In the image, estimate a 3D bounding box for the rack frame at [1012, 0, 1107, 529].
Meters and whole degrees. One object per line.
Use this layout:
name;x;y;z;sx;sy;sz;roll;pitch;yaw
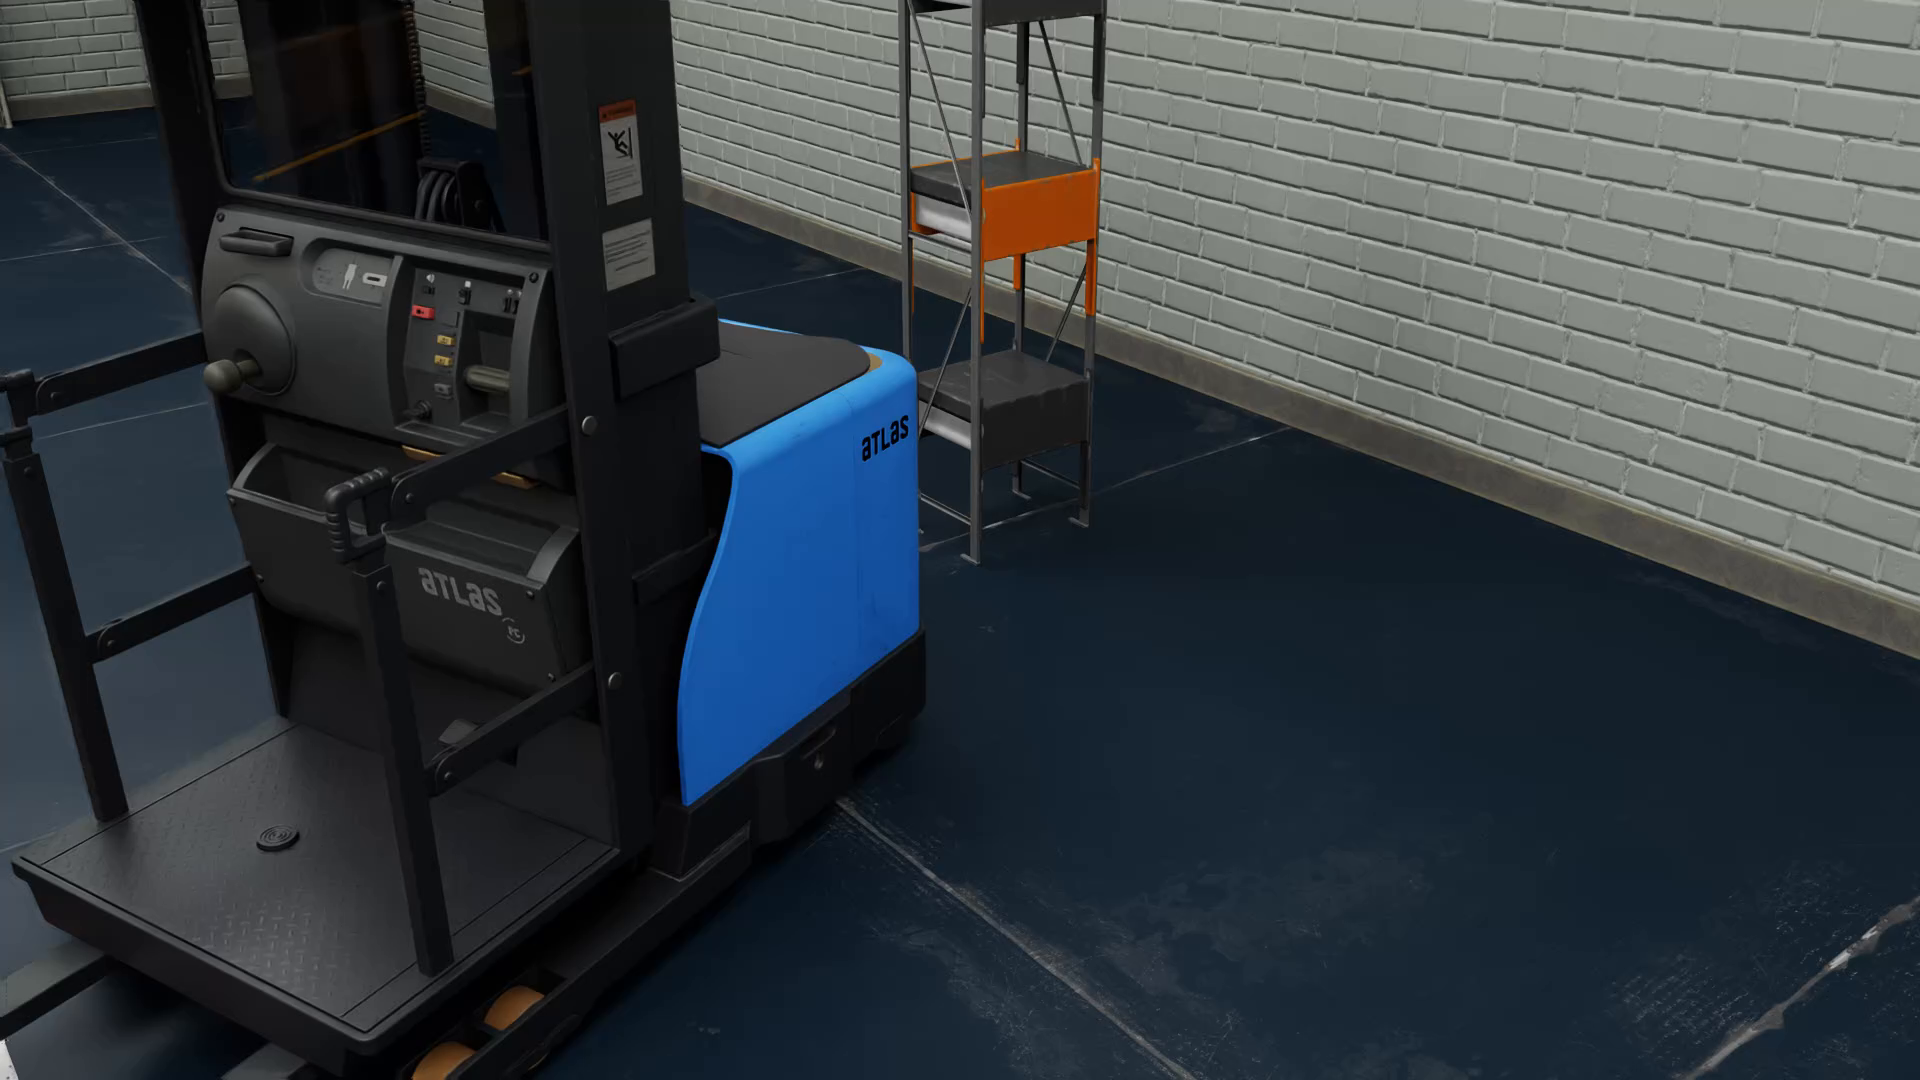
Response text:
rack frame;0.322;-1.059;5.537;0.015;2.100;0.400;-18;31;-34

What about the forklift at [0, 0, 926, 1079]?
forklift;-1.280;-0.395;3.120;1.130;2.935;3.031;14;28;28

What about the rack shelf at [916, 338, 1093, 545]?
rack shelf;0.130;-0.348;5.701;0.480;0.518;0.431;-18;31;-34

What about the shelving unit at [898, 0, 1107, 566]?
shelving unit;0.130;-0.995;5.401;0.503;2.100;0.431;-18;31;-34

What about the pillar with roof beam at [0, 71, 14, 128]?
pillar with roof beam;-4.621;-5.717;7.380;0.400;9.000;9.100;-18;31;-34

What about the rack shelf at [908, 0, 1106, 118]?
rack shelf;0.130;-1.618;5.112;0.480;0.518;0.431;-18;31;-34

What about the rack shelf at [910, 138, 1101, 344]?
rack shelf;0.130;-0.983;5.406;0.480;0.518;0.431;-18;31;-34

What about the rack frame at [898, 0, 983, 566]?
rack frame;-0.062;-0.932;5.264;0.015;2.100;0.400;-18;31;-34
